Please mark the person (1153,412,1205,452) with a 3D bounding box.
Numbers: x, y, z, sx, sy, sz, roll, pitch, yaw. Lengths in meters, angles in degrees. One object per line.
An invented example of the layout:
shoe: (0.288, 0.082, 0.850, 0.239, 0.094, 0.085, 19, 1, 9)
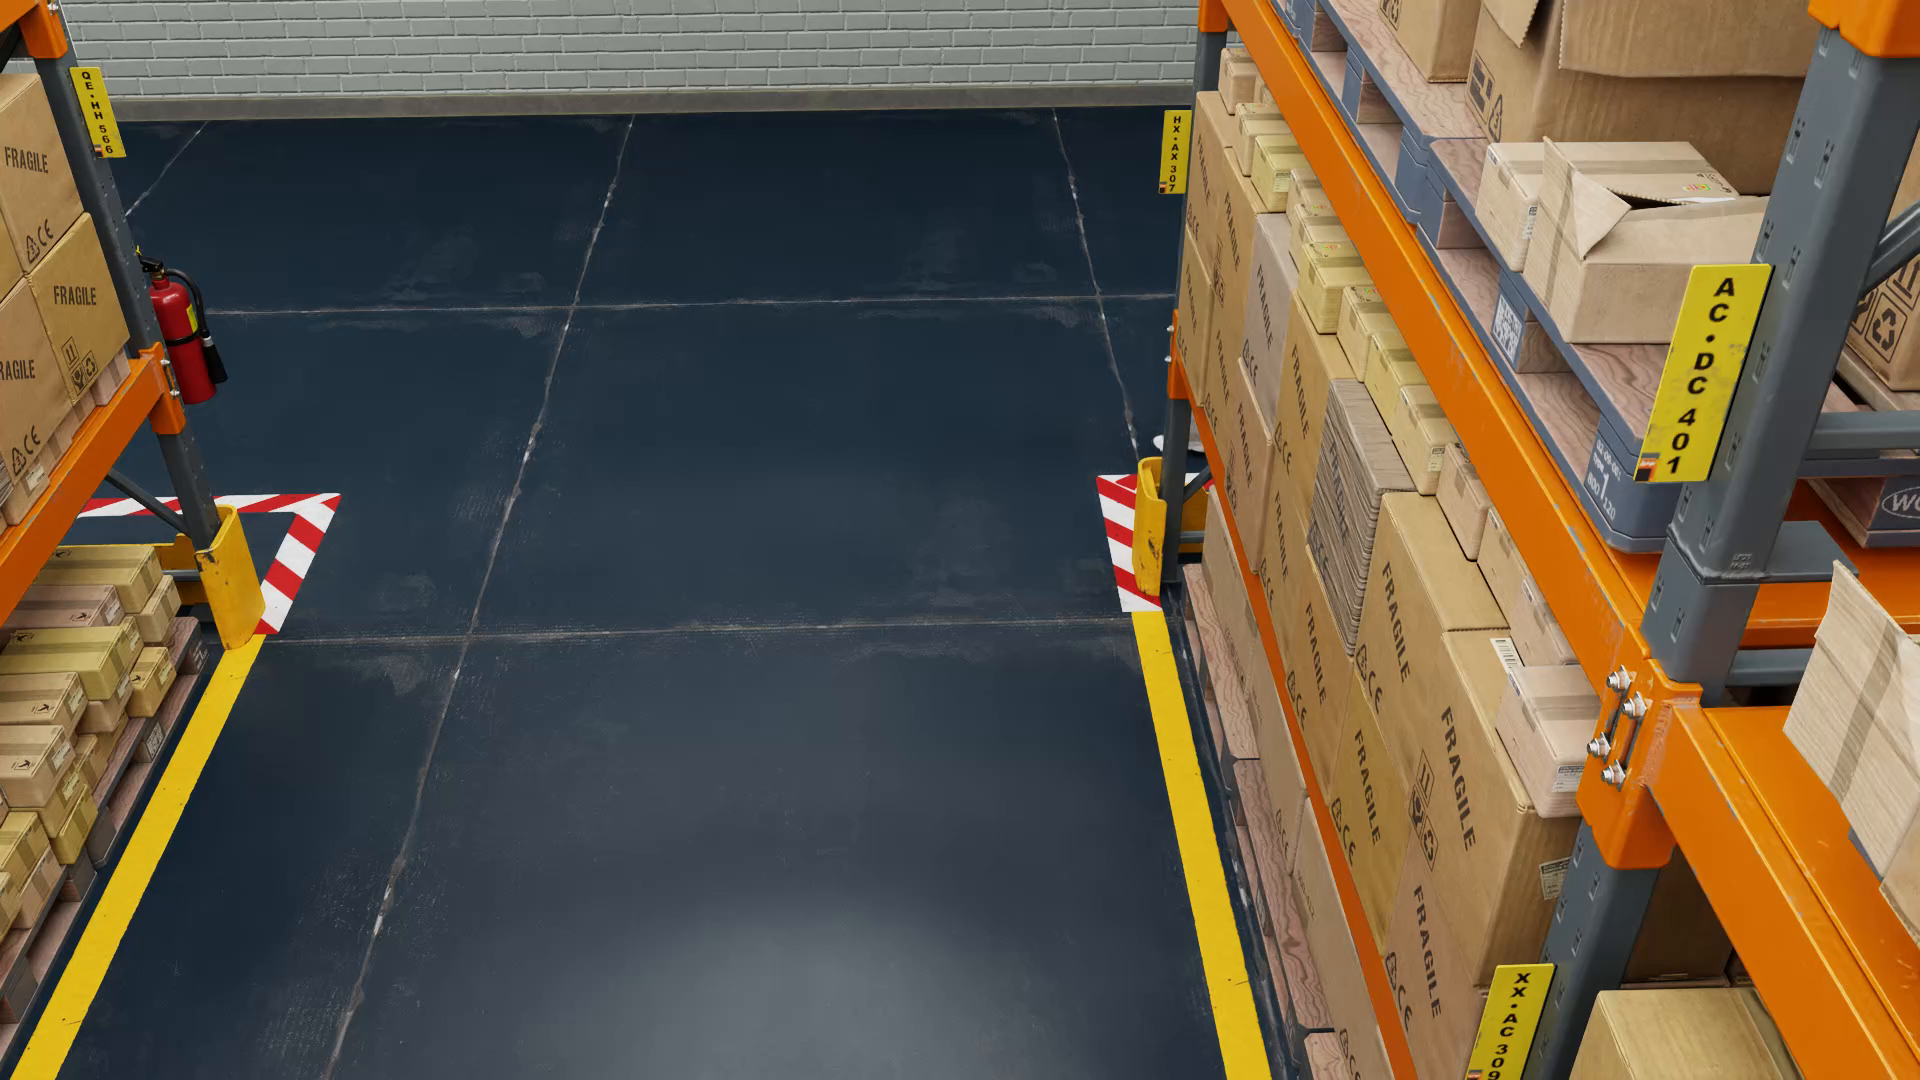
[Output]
person: (1.190, -1.196, 7.805, 0.397, 1.691, 0.490, 12, 37, 17)
